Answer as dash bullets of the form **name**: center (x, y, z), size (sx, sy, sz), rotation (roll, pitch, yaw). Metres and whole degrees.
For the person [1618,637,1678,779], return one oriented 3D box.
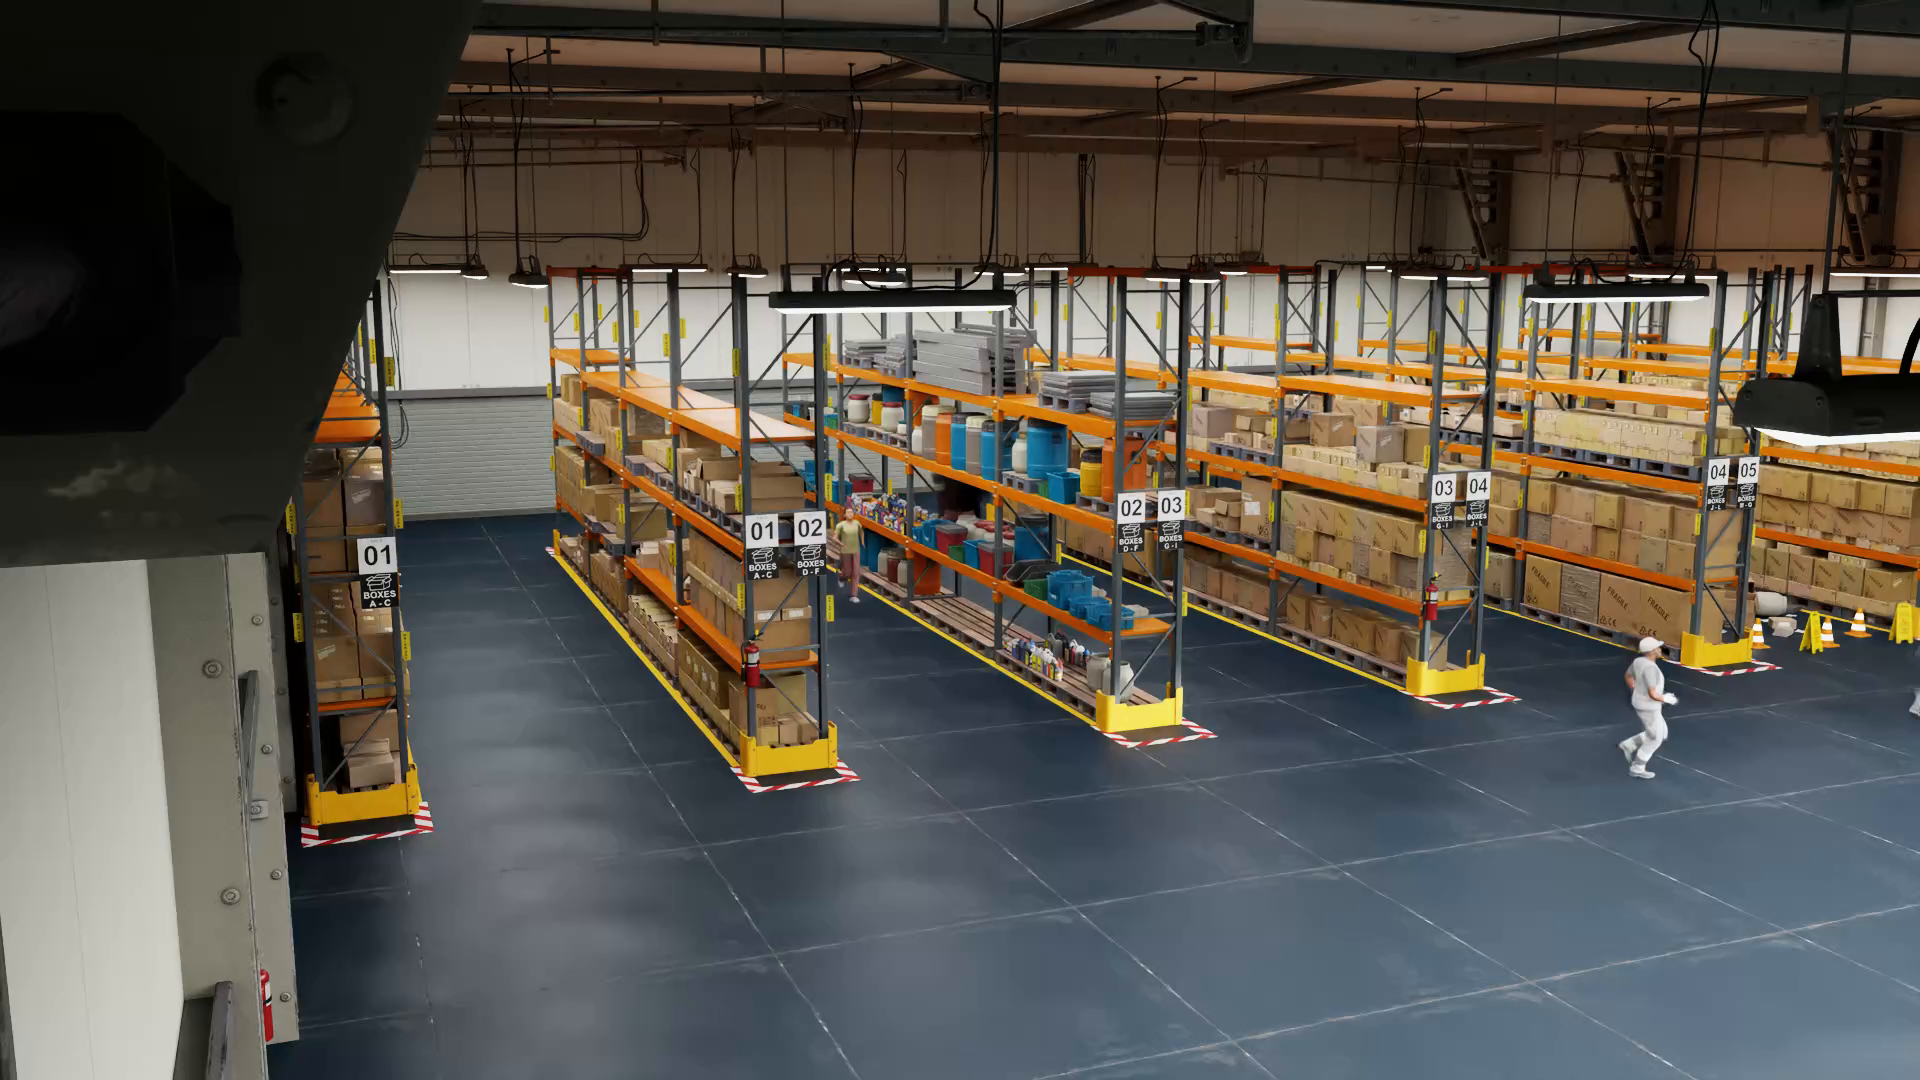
- **person**: center (8.314, 2.020, 20.063), size (0.592, 1.742, 0.655), rotation (1, 10, 7)

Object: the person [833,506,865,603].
- **person**: center (-1.904, 0.223, 28.947), size (0.593, 1.643, 0.894), rotation (-4, 11, -21)

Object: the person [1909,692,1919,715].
- **person**: center (13.365, 1.611, 22.548), size (0.731, 1.642, 0.645), rotation (4, 11, 24)
